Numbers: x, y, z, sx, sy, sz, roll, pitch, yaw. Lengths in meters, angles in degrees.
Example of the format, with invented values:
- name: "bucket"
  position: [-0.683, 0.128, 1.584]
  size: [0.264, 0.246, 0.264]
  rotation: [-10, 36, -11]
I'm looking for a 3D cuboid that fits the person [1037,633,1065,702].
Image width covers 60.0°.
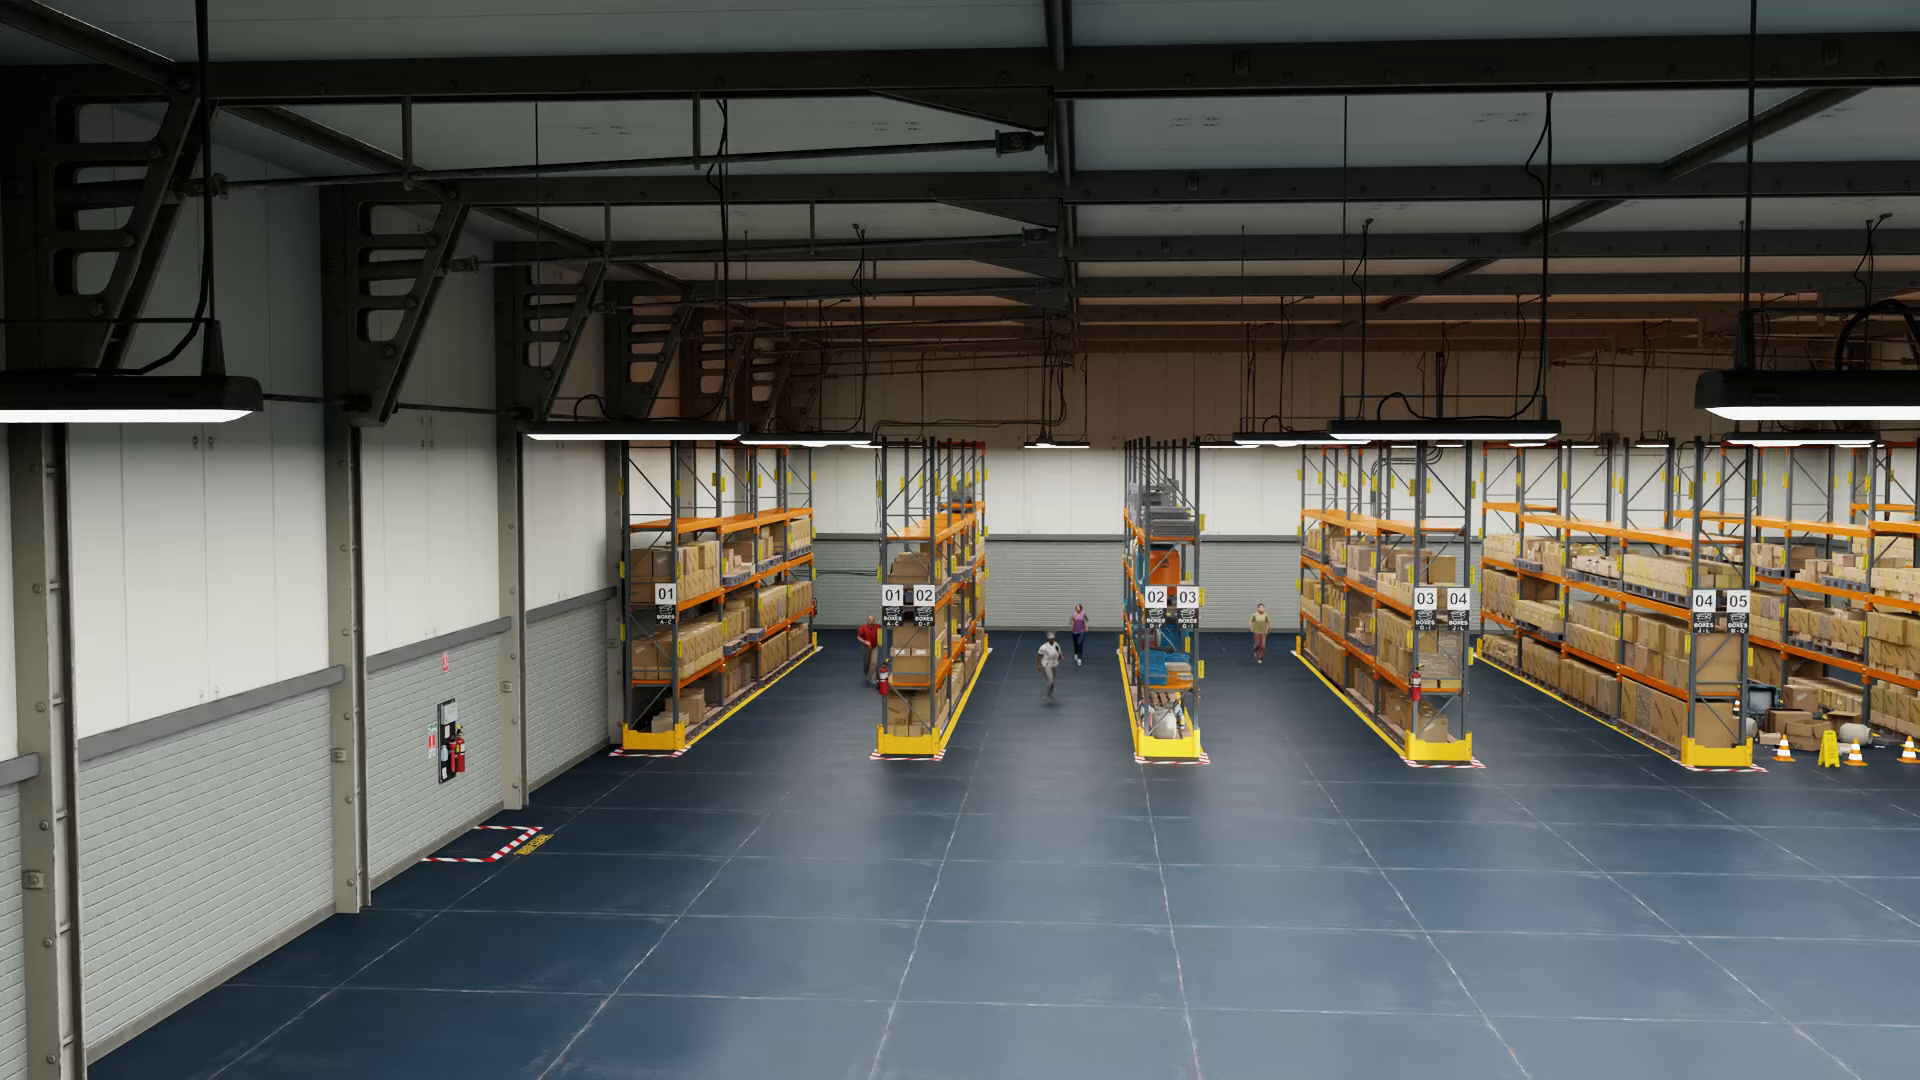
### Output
- name: "person"
  position: [2.114, 2.924, 38.088]
  size: [0.620, 1.644, 0.802]
  rotation: [-2, 4, -38]

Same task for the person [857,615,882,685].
- name: "person"
  position: [-2.227, 2.690, 41.056]
  size: [0.654, 1.698, 0.930]
  rotation: [-1, 3, -11]

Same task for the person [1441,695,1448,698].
- name: "person"
  position: [11.199, 2.763, 38.729]
  size: [0.753, 1.773, 0.639]
  rotation: [1, 3, 15]

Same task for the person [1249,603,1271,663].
- name: "person"
  position: [8.119, 2.526, 44.963]
  size: [0.569, 1.601, 0.591]
  rotation: [0, 3, 2]

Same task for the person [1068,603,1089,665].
- name: "person"
  position: [3.189, 2.505, 44.768]
  size: [0.543, 1.608, 0.861]
  rotation: [0, 3, 4]
